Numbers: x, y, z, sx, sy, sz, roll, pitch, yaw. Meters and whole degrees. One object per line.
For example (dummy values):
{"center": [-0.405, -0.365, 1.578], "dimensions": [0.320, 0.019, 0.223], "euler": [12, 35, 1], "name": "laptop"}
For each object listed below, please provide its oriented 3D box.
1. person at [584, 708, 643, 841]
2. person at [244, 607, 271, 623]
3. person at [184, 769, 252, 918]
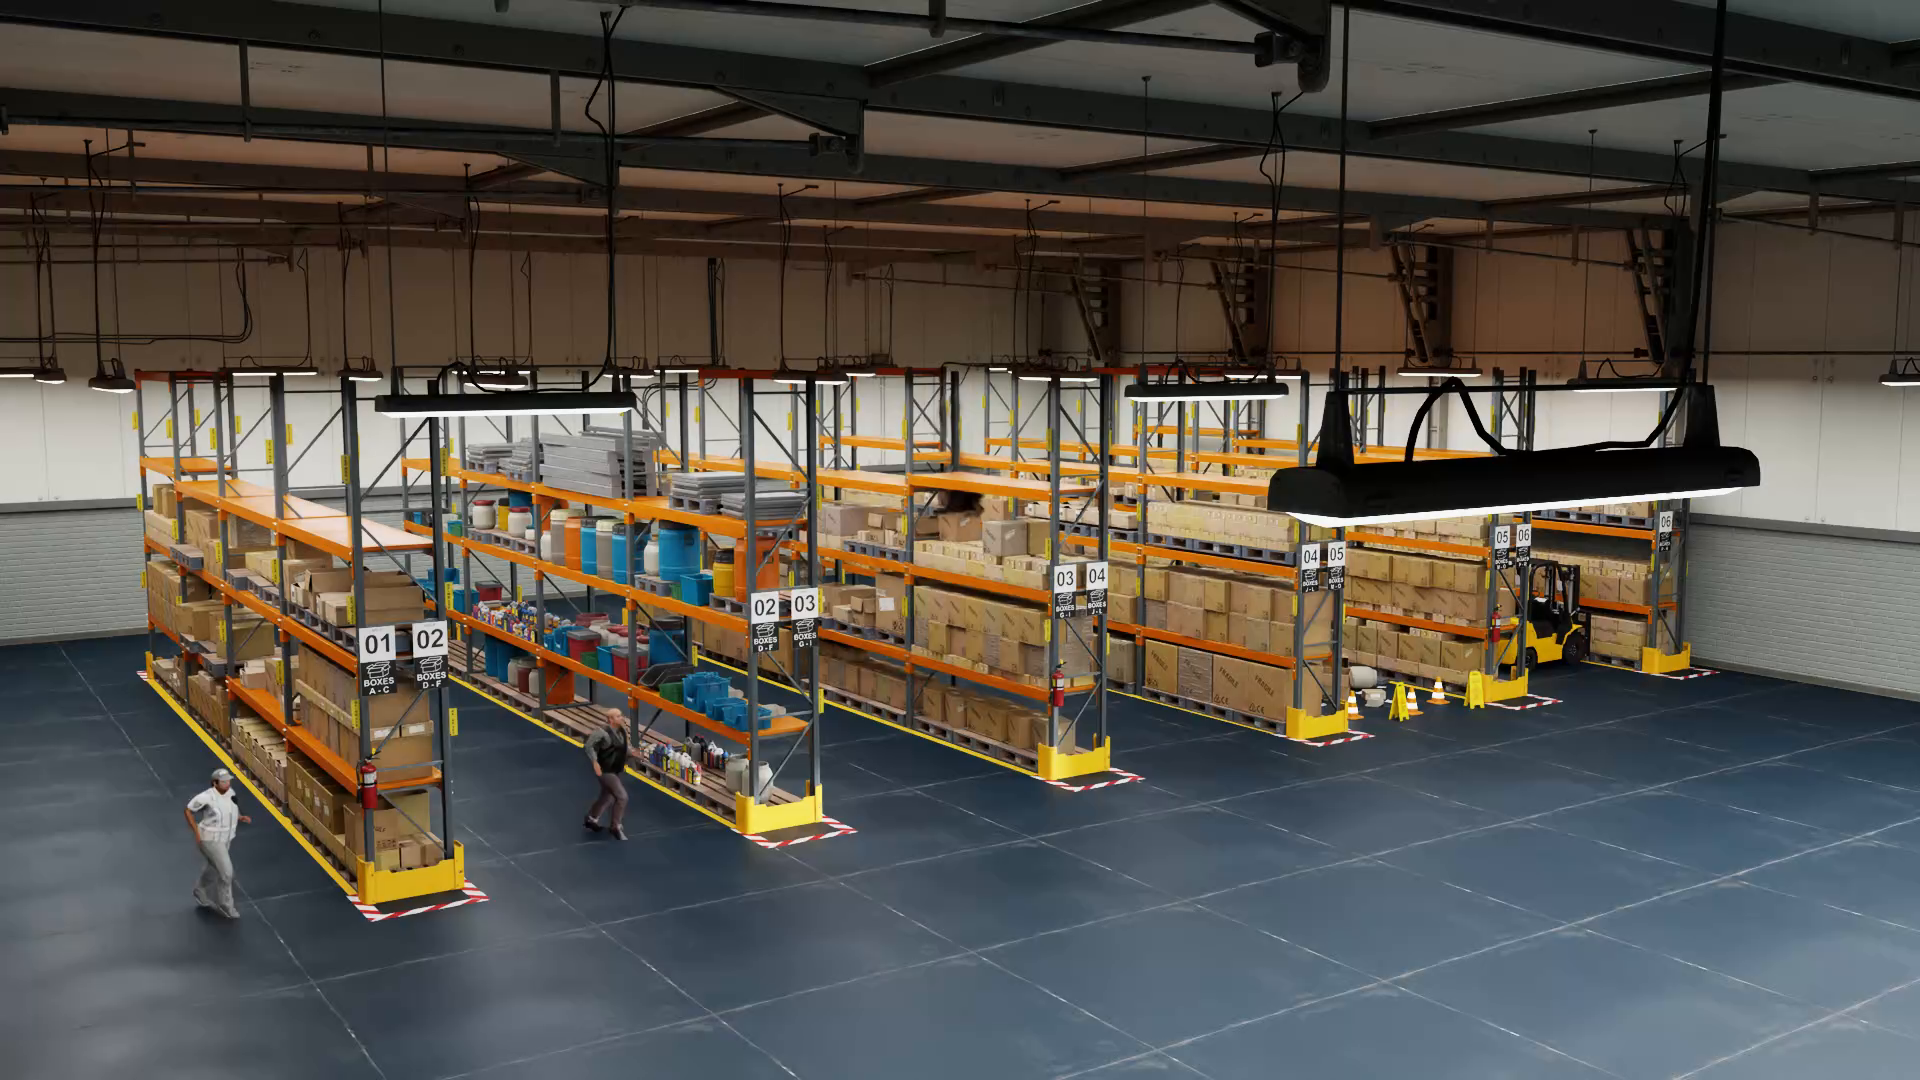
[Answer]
{"center": [-4.563, 3.060, 21.695], "dimensions": [0.874, 1.772, 0.595], "euler": [2, 7, 15], "name": "person"}
{"center": [-14.118, 1.654, 33.649], "dimensions": [0.721, 1.746, 0.683], "euler": [3, 7, 28], "name": "person"}
{"center": [-8.393, 3.406, 18.784], "dimensions": [0.840, 1.699, 0.537], "euler": [2, 7, 14], "name": "person"}
